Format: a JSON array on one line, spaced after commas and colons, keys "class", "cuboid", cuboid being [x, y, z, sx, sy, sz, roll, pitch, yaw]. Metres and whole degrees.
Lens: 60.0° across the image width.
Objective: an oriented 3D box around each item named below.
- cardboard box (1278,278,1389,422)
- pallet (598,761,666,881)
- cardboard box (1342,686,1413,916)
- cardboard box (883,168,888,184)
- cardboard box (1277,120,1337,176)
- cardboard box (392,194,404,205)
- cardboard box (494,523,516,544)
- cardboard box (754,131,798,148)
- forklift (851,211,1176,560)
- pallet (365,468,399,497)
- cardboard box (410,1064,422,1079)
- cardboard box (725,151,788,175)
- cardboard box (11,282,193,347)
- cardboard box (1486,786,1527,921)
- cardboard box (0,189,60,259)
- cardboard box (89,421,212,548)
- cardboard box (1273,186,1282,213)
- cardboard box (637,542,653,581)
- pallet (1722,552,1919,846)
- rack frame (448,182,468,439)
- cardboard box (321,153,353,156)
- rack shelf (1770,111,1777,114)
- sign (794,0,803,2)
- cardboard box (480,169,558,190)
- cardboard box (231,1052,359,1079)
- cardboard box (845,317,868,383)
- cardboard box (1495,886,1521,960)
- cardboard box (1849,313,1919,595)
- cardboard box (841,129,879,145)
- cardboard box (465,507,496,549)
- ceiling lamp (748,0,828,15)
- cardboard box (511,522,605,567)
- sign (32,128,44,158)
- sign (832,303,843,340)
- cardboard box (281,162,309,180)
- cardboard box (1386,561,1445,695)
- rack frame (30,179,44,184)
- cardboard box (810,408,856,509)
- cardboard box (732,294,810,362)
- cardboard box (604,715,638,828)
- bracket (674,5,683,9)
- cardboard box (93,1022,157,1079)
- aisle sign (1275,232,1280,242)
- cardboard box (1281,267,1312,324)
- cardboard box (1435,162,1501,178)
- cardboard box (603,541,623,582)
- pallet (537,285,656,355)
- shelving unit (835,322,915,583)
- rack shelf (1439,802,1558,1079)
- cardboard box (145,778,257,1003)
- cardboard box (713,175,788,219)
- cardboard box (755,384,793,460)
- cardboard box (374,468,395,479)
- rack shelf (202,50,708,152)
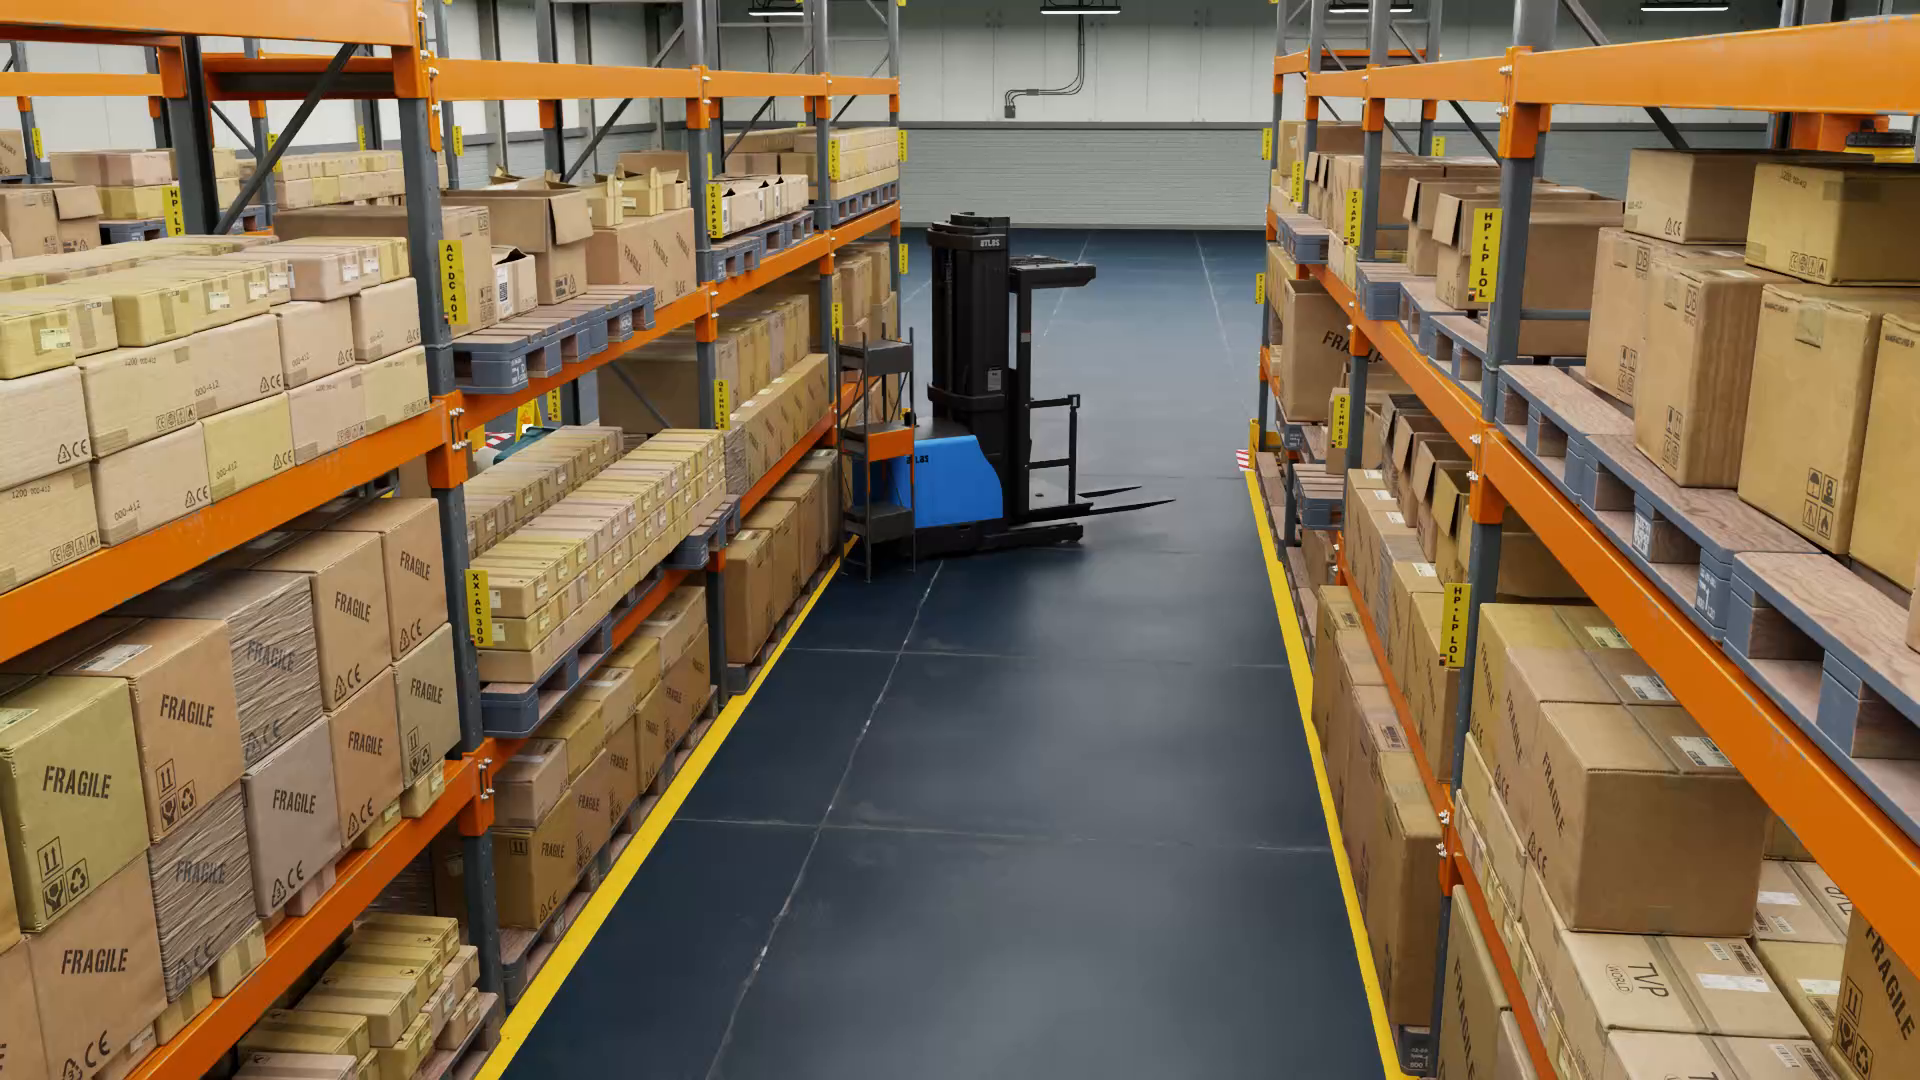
[{"class": "cardboard box", "cuboid": [3.077, -1.510, 13.135, 1.000, 1.000, 1.000, 2, 15, 7]}, {"class": "pallet", "cuboid": [-2.292, 1.509, 9.263, 1.003, 0.211, 1.213, 2, 15, 6]}, {"class": "cardboard box", "cuboid": [2.555, 1.280, 8.037, 1.225, 0.875, 0.875, 1, 15, 4]}, {"class": "cardboard box", "cuboid": [-0.947, -3.714, 16.976, 0.380, 0.149, 0.250, 2, 15, 7]}, {"class": "cardboard box", "cuboid": [3.321, -3.761, 15.948, 0.500, 0.500, 0.500, 2, 15, 6]}, {"class": "cardboard box", "cuboid": [-5.987, -3.512, 17.226, 0.380, 0.149, 0.250, 2, 15, 6]}, {"class": "cardboard box", "cuboid": [-2.520, 0.007, 8.586, 0.380, 0.149, 0.250, 2, 15, 7]}, {"class": "cardboard box", "cuboid": [-1.744, -3.786, 15.718, 0.380, 0.149, 0.250, 2, 15, 6]}, {"class": "forklift", "cuboid": [0.559, -1.487, 15.136, 3.031, 2.935, 1.130, -7, 17, -25]}, {"class": "pallet", "cuboid": [-6.365, -0.658, 17.280, 1.003, 0.211, 1.213, 2, 15, 6]}, {"class": "cardboard box", "cuboid": [-2.298, 2.103, 6.382, 0.380, 0.149, 0.250, 1, 15, 4]}, {"class": "cardboard box", "cuboid": [-1.811, -3.298, 14.674, 0.500, 0.250, 0.500, 2, 15, 6]}, {"class": "cardboard box", "cuboid": [-2.406, -0.635, 4.671, 0.380, 0.149, 0.250, 1, 15, 5]}, {"class": "cardboard box", "cuboid": [2.029, 1.027, 5.424, 0.500, 0.250, 0.500, 2, 15, 6]}, {"class": "cardboard box", "cuboid": [-6.875, -2.216, 11.761, 0.700, 0.500, 0.500, 2, 15, 6]}, {"class": "cardboard box", "cuboid": [-2.483, -0.168, 4.667, 0.500, 0.250, 0.500, 2, 15, 6]}, {"class": "cardboard box", "cuboid": [3.394, -3.382, 16.550, 0.500, 0.250, 0.500, 1, 15, 5]}, {"class": "cardboard box", "cuboid": [-1.839, 0.109, 8.779, 0.380, 0.149, 0.250, 1, 15, 4]}, {"class": "pallet", "cuboid": [2.025, 0.294, 2.838, 1.003, 0.211, 1.213, 2, 15, 6]}, {"class": "rack frame", "cuboid": [-6.090, -2.549, 18.931, 1.000, 3.000, 0.127, 2, 15, 6]}, {"class": "cardboard box", "cuboid": [-6.470, -3.916, 17.193, 0.380, 0.149, 0.250, 2, 15, 6]}, {"class": "rack shelf", "cuboid": [8.453, -3.948, 14.757, 1.077, 0.370, 4.000, 2, 15, 6]}, {"class": "sign", "cuboid": [-1.711, -5.871, 17.630, 0.100, 0.325, 0.005, 2, 15, 6]}, {"class": "cardboard box", "cuboid": [-2.430, -1.923, 9.210, 0.396, 0.266, 0.258, 2, 15, 6]}, {"class": "cardboard box", "cuboid": [-2.351, 1.939, 5.850, 0.380, 0.149, 0.250, 1, 15, 4]}, {"class": "cardboard box", "cuboid": [-1.364, -1.841, 16.023, 0.875, 0.550, 0.550, 2, 15, 6]}, {"class": "cardboard box", "cuboid": [1.952, 1.248, 5.370, 0.380, 0.149, 0.250, 1, 15, 5]}, {"class": "cardboard box", "cuboid": [2.140, -0.134, 3.064, 0.700, 0.500, 0.500, 1, 15, 4]}, {"class": "cardboard box", "cuboid": [-1.005, -3.965, 16.379, 0.380, 0.149, 0.250, 1, 15, 5]}, {"class": "cardboard box", "cuboid": [-2.541, -0.064, 8.278, 0.380, 0.149, 0.250, 1, 15, 4]}, {"class": "ceiling lamp", "cuboid": [-4.328, -14.893, 41.905, 2.000, 3.185, 0.800, 2, 15, 6]}, {"class": "cardboard box", "cuboid": [-1.925, 0.022, 7.960, 0.380, 0.149, 0.250, 1, 15, 6]}, {"class": "sign", "cuboid": [-10.484, -4.512, 18.899, 0.100, 0.325, 0.005, 2, 15, 6]}, {"class": "sign", "cuboid": [-1.071, -1.899, 14.462, 0.100, 0.325, 0.005, 2, 15, 6]}, {"class": "cardboard box", "cuboid": [-6.181, -3.364, 15.151, 0.380, 0.149, 0.250, 2, 15, 8]}, {"class": "cardboard box", "cuboid": [2.299, 0.413, 7.783, 0.500, 0.500, 0.500, 2, 15, 6]}, {"class": "rack frame", "cuboid": [-11.022, -2.694, 19.468, 1.000, 3.000, 0.127, 2, 15, 6]}, {"class": "cardboard box", "cuboid": [-1.471, -0.730, 15.470, 0.875, 0.875, 0.875, 2, 15, 7]}, {"class": "cardboard box", "cuboid": [-1.661, -1.794, 14.032, 0.700, 0.500, 0.500, 1, 15, 5]}, {"class": "cardboard box", "cuboid": [-2.063, 1.229, 8.942, 0.500, 0.500, 0.500, 2, 15, 7]}, {"class": "bracket", "cuboid": [-8.011, -15.513, 48.487, 0.076, 0.066, 3.189, 2, 15, 6]}, {"class": "cardboard box", "cuboid": [-2.528, 1.428, 4.706, 0.380, 0.149, 0.250, 1, 15, 5]}, {"class": "aisle sign", "cuboid": [3.466, -3.537, 17.604, 0.394, 0.787, 0.004, 2, 15, 6]}, {"class": "cardboard box", "cuboid": [3.138, -2.149, 14.774, 0.500, 0.500, 0.500, 2, 15, 6]}, {"class": "cardboard box", "cuboid": [3.163, -2.034, 10.131, 0.500, 0.500, 0.500, 2, 15, 7]}, {"class": "cardboard box", "cuboid": [-1.899, 0.097, 8.251, 0.380, 0.149, 0.250, 2, 15, 9]}, {"class": "pallet", "cuboid": [-2.224, -1.101, 8.188, 1.213, 0.211, 1.003, 2, 15, 6]}, {"class": "shelving unit", "cuboid": [-0.703, -0.732, 13.933, 0.503, 2.100, 0.431, -13, 20, -39]}, {"class": "rack shelf", "cuboid": [2.177, 1.721, 4.517, 1.077, 0.370, 4.000, 2, 15, 6]}, {"class": "cardboard box", "cuboid": [-2.486, 1.021, 4.965, 0.500, 0.500, 0.500, 1, 15, 5]}, {"class": "cardboard box", "cuboid": [-1.590, -2.587, 12.499, 0.500, 0.311, 0.500, 1, 15, 4]}, {"class": "cardboard box", "cuboid": [-1.573, -0.903, 12.653, 0.500, 0.500, 0.500, 2, 15, 6]}, {"class": "cardboard box", "cuboid": [-6.100, -0.809, 16.957, 0.500, 0.250, 0.500, 1, 15, 6]}, {"class": "rack shelf", "cuboid": [-2.288, -2.192, 8.260, 1.077, 0.370, 4.000, 2, 15, 6]}]
